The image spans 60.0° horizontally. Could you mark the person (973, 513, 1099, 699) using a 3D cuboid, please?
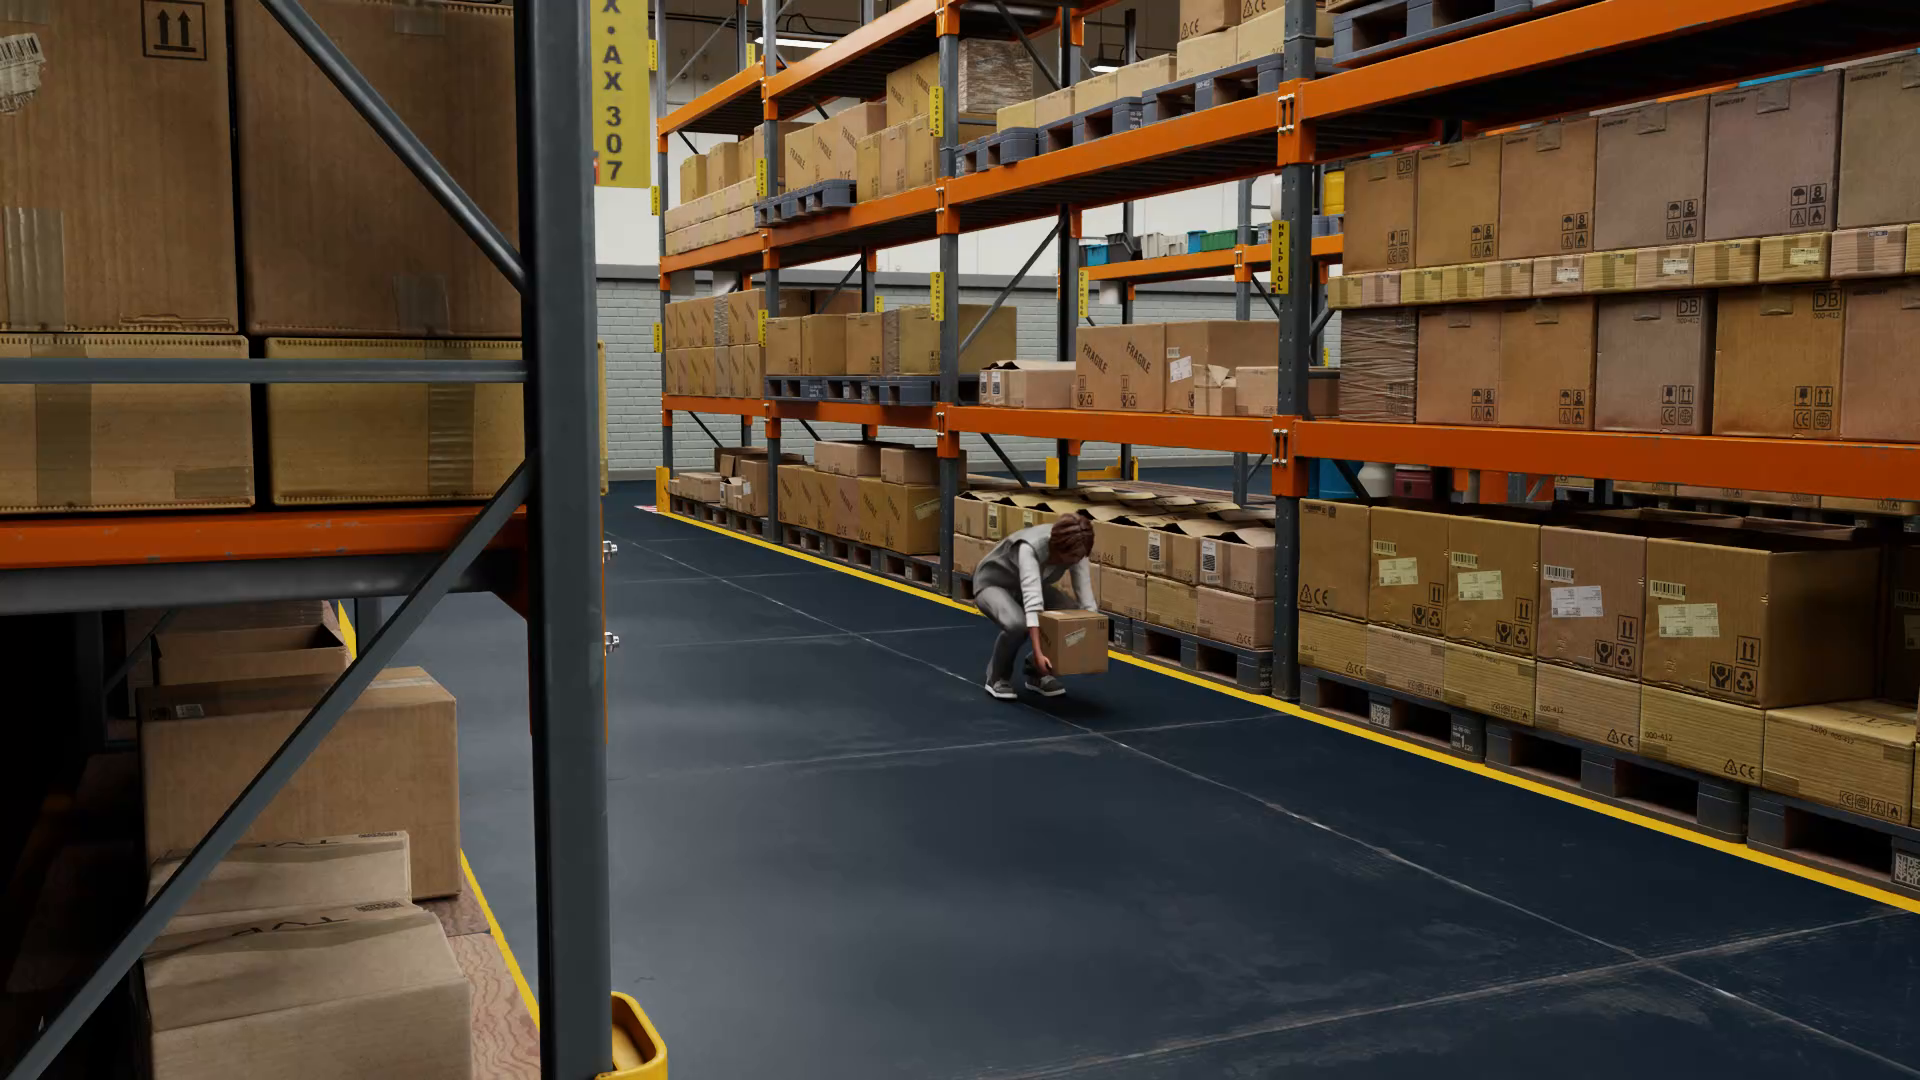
[{"bbox_3d":[0.360,0.307,7.723,0.423,0.893,0.846,-3,6,-26],"label":"person"}]
